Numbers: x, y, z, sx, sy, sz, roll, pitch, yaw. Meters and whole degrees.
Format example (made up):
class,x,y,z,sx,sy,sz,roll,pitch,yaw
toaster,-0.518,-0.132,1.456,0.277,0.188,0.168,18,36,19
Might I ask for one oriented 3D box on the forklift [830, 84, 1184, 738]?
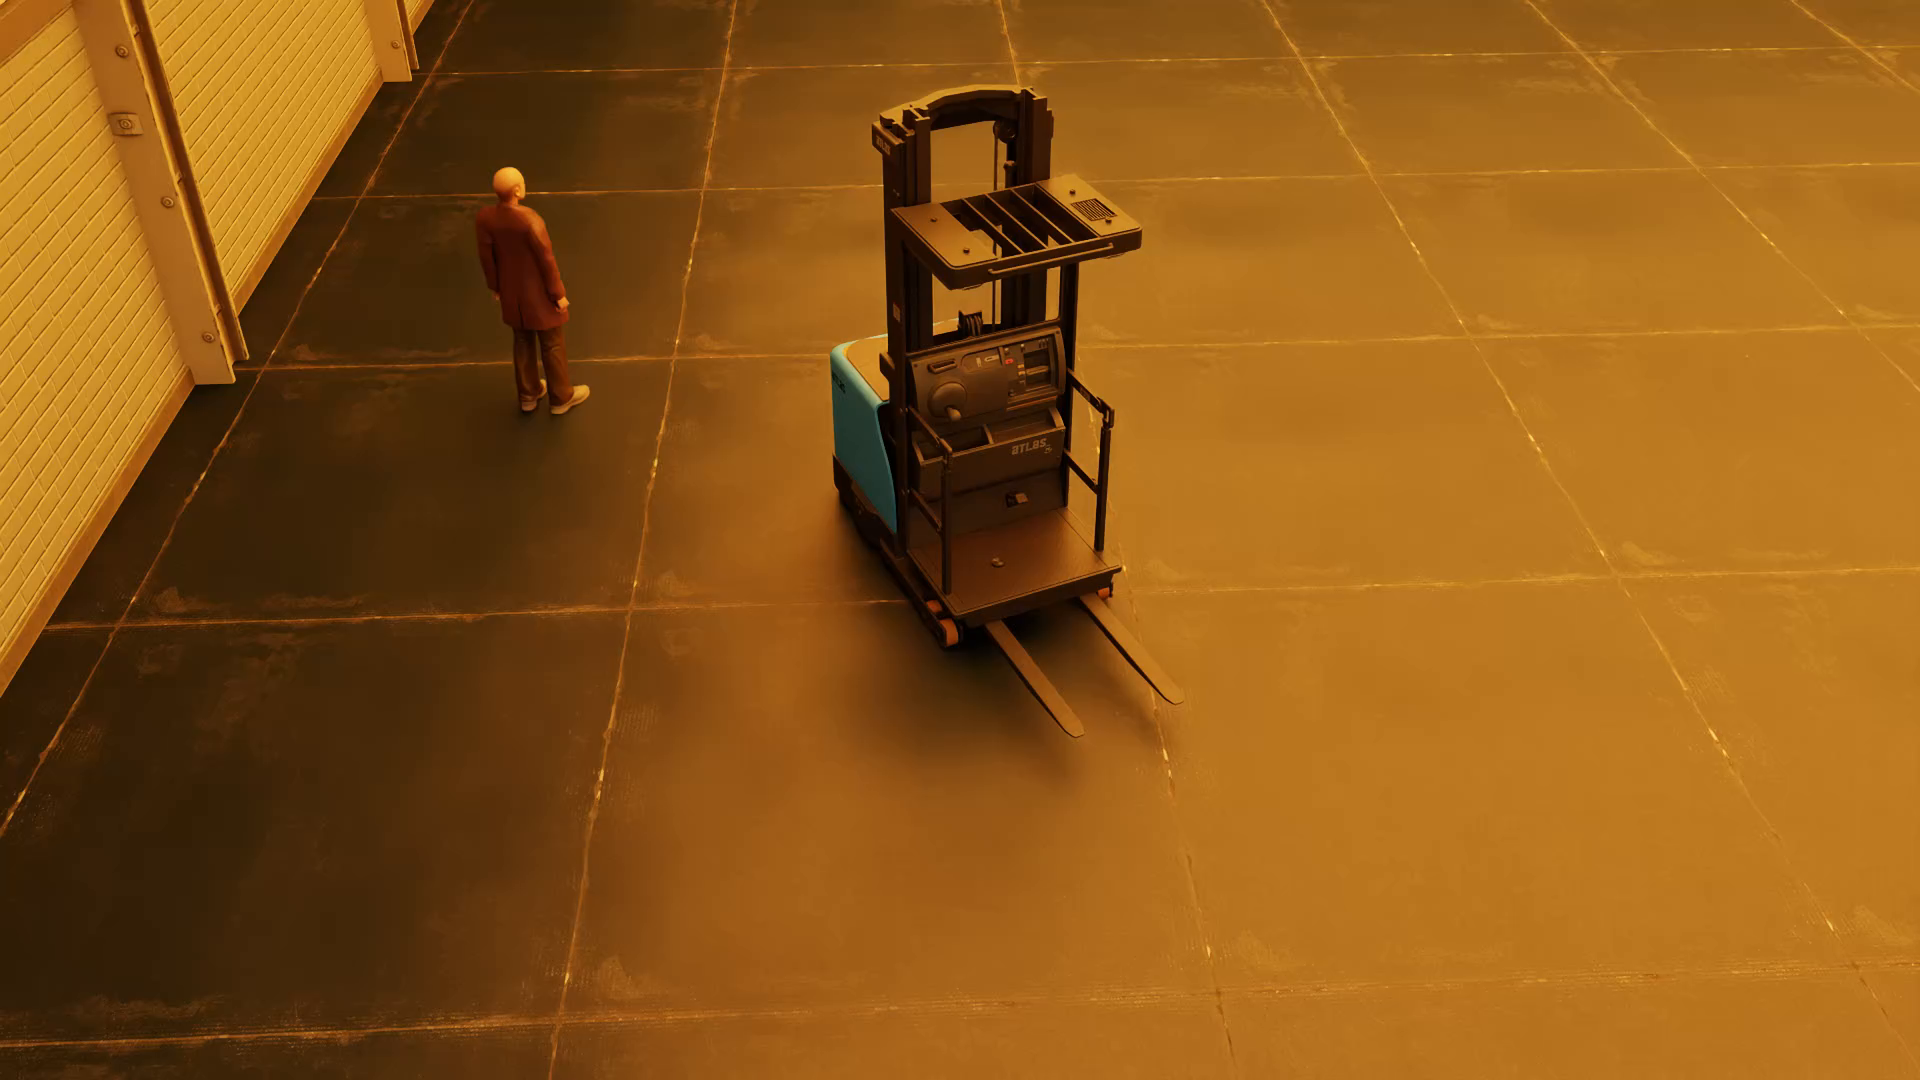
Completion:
class,x,y,z,sx,sy,sz,roll,pitch,yaw
forklift,0.258,-0.860,9.192,1.130,2.935,3.031,-15,39,-20

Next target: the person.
class,x,y,z,sx,sy,sz,roll,pitch,yaw
person,-2.922,-1.714,11.339,0.598,1.783,0.397,12,38,16
